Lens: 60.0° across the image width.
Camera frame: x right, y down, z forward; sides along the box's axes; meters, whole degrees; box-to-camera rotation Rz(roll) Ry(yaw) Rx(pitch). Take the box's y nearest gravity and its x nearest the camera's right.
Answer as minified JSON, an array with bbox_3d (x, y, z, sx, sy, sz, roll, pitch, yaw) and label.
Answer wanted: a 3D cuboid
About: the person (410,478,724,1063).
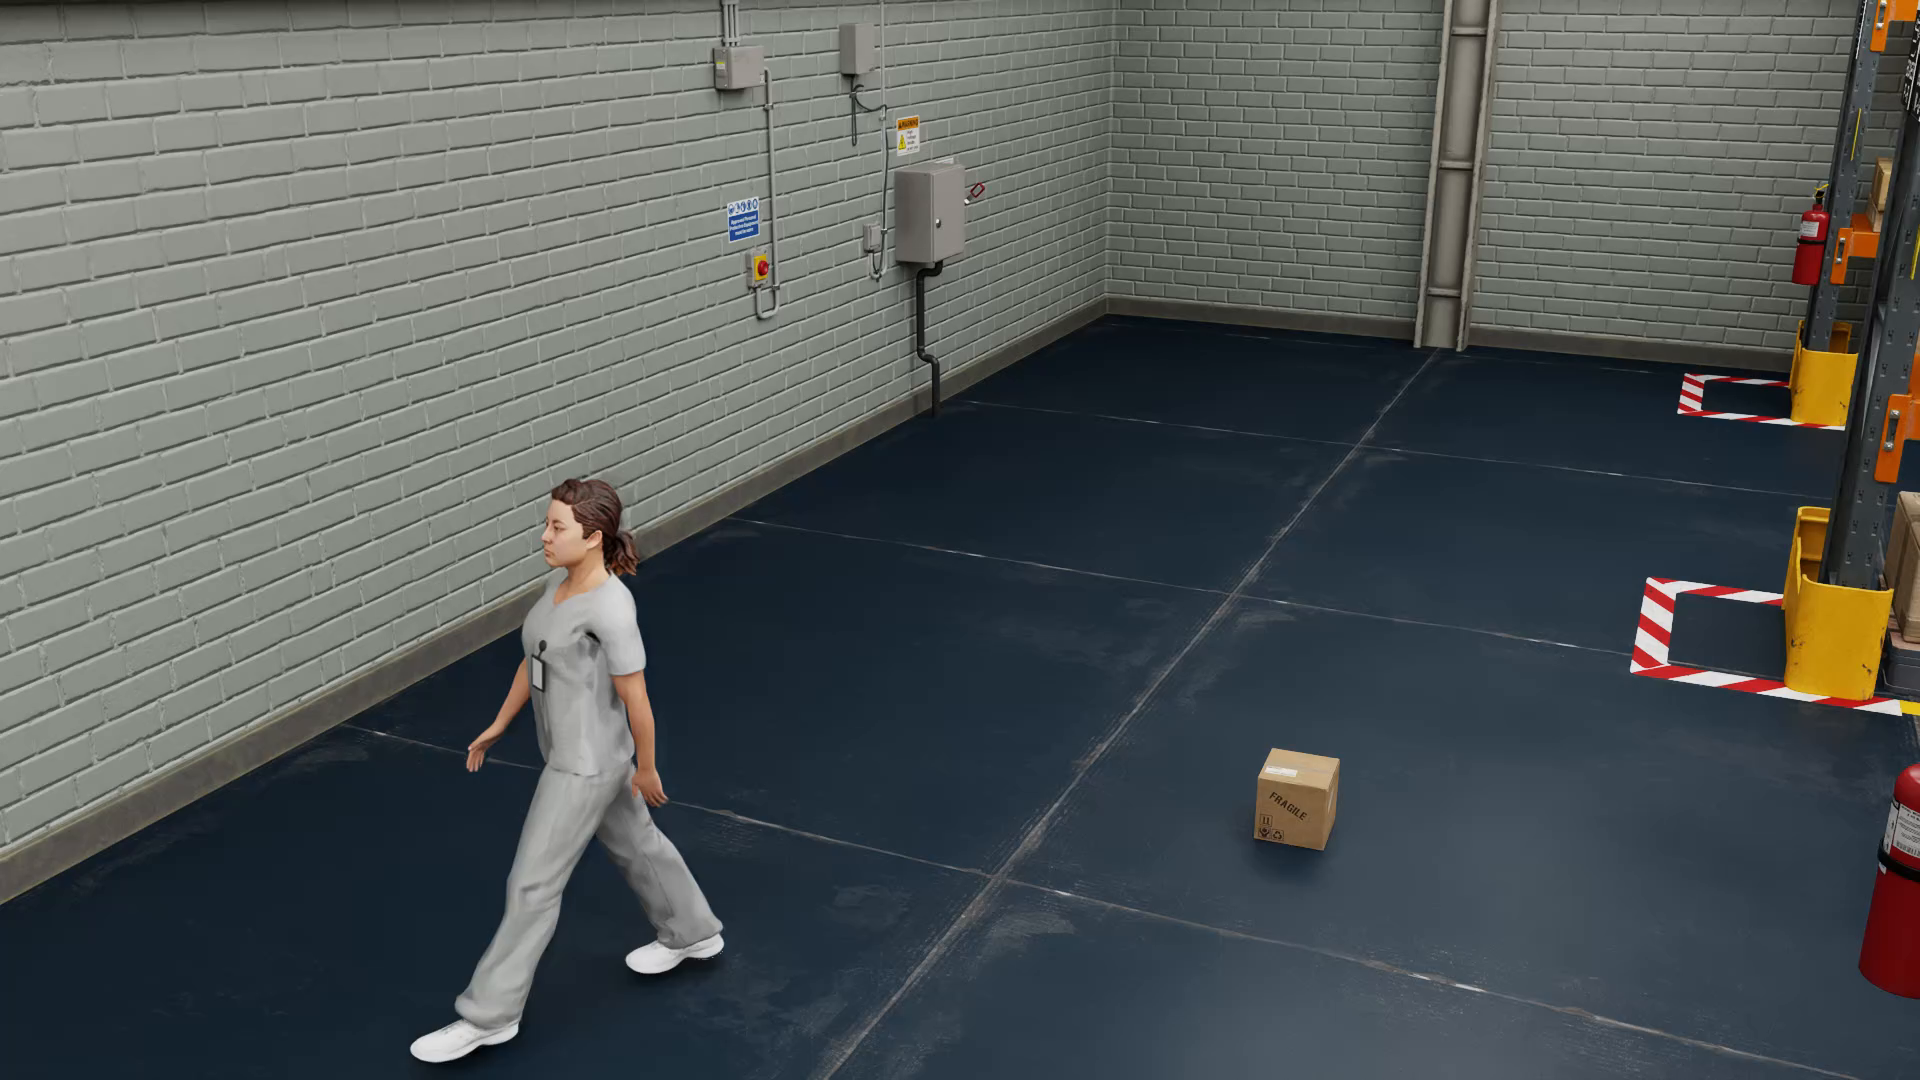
[{"bbox_3d":[-1.169,0.619,4.755,0.983,1.612,0.444,-10,21,-26],"label":"person"}]
